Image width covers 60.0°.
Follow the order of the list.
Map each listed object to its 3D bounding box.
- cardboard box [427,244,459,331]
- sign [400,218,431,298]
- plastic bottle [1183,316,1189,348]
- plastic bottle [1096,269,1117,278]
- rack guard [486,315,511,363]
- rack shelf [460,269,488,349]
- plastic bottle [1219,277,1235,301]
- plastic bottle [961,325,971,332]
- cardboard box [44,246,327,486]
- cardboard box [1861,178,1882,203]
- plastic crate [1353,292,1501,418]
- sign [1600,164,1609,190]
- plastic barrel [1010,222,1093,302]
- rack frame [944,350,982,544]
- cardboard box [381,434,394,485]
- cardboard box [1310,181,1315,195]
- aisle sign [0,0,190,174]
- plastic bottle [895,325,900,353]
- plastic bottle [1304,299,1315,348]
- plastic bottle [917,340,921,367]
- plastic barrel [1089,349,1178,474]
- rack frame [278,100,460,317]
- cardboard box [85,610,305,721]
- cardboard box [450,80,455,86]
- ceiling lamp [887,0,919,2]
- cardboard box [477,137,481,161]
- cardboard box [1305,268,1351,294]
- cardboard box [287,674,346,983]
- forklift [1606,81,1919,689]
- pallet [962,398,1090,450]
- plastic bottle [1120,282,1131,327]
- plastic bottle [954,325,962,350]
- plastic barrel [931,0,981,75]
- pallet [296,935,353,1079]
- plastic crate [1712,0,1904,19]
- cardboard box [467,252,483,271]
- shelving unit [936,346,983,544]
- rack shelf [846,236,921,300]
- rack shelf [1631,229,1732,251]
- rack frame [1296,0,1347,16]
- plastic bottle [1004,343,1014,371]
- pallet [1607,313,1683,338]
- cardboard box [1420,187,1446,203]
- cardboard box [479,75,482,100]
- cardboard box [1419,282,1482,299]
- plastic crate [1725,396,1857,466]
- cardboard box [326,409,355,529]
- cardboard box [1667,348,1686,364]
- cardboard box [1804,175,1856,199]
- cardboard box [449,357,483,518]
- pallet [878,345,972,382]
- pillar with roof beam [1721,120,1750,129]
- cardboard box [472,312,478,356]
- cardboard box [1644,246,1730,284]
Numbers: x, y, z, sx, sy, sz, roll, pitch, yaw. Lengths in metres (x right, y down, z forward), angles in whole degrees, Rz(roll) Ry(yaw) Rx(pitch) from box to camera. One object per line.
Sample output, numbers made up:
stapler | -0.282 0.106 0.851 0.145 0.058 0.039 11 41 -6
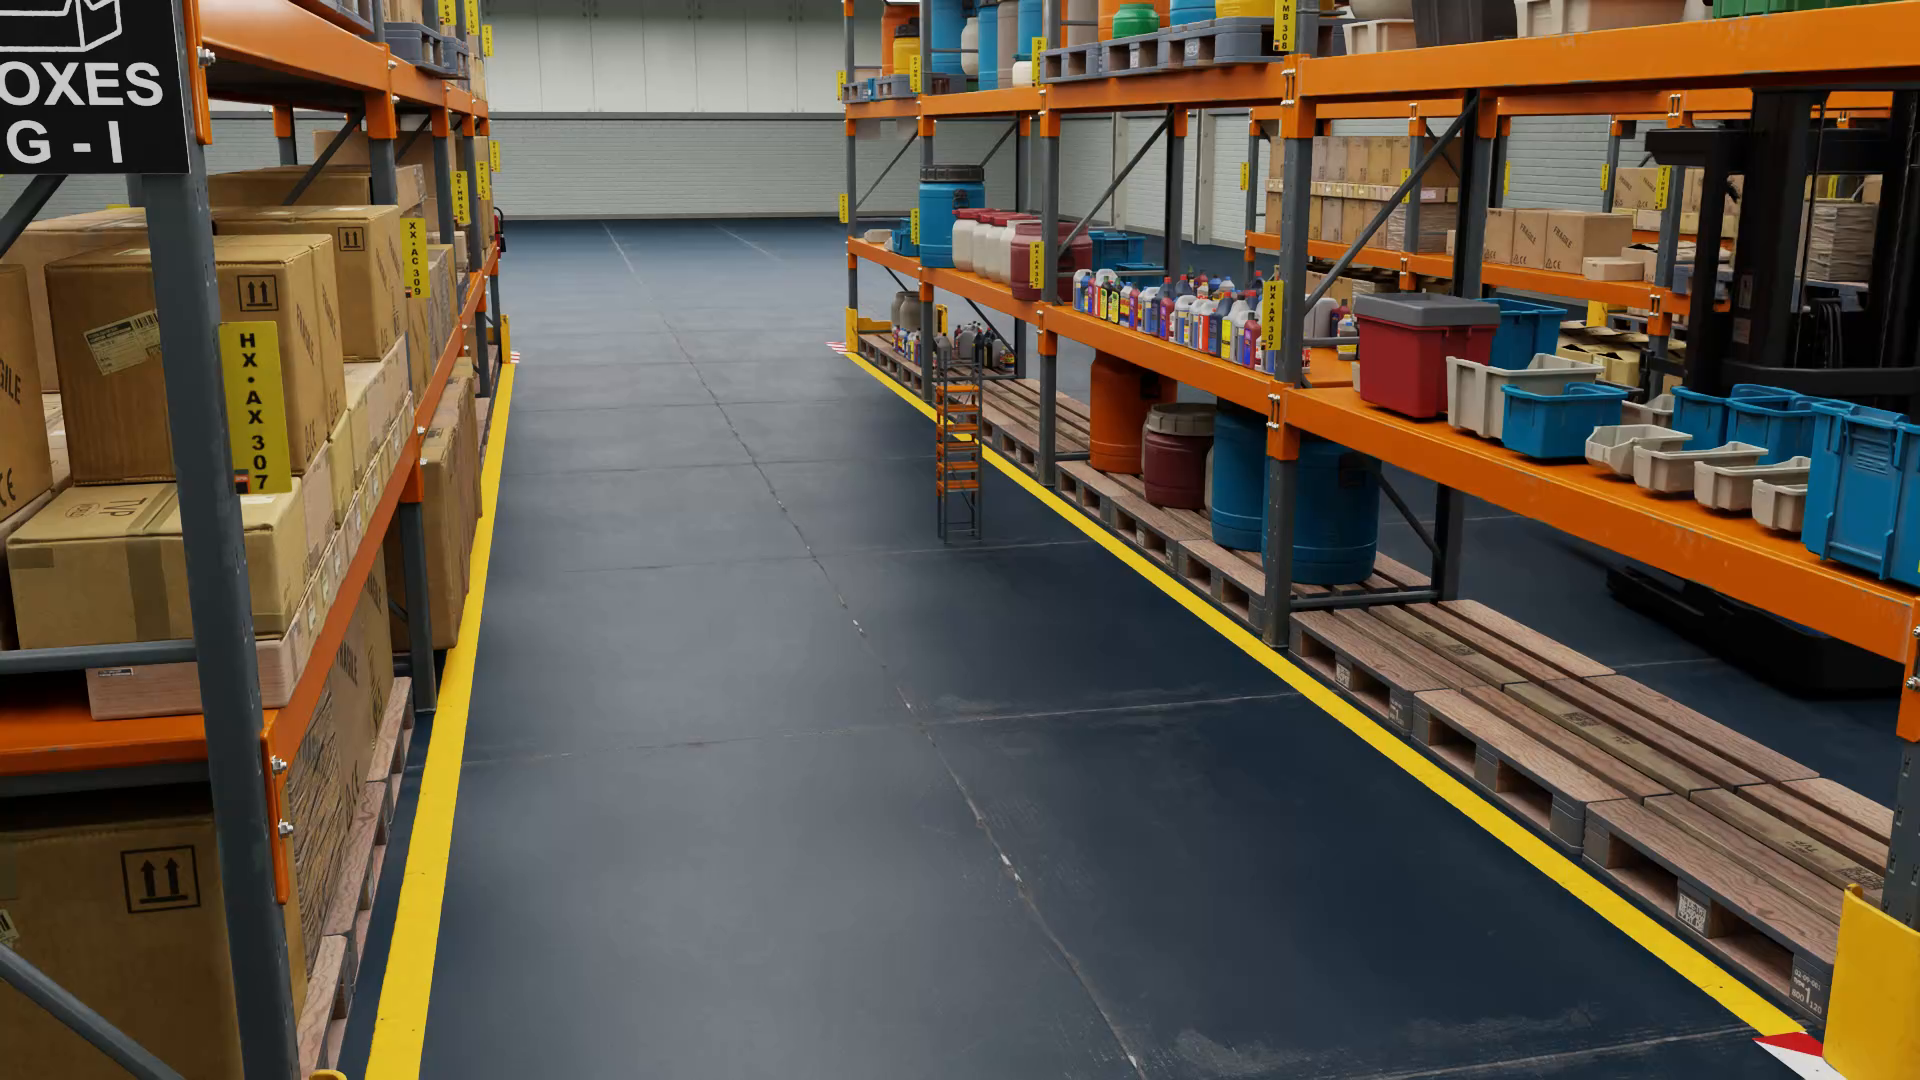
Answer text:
cardboard box | -3.386 -1.552 10.248 0.500 0.500 0.500 -3 14 -11
sign | -2.264 -1.171 6.909 0.100 0.325 0.005 -3 14 -13
plastic bottle | 1.315 -1.190 9.396 0.097 0.201 0.097 0 14 0
plastic bottle | 1.007 -1.710 11.367 0.152 0.276 0.135 -3 14 -13
rack guard | -5.604 -2.217 18.449 1.175 0.500 0.348 -3 14 -13
rack shelf | -4.212 -1.715 12.644 1.077 0.370 4.000 -3 14 -13
plastic bottle | 1.736 -1.577 10.832 0.097 0.271 0.097 0 14 0
plastic bottle | 0.083 -2.157 17.746 0.152 0.276 0.135 -3 14 -13
cardboard box | -1.832 -0.435 3.996 0.500 0.500 0.500 -4 14 -15
cardboard box | 9.849 -3.497 17.285 0.700 0.500 0.500 -3 14 -13
plastic crate | 1.977 -0.797 7.108 0.402 0.464 0.583 -3 14 -13
sign | 8.296 -4.667 21.387 0.100 0.325 0.005 -3 14 -13
plastic barrel | 0.668 -2.036 12.153 0.600 0.536 0.708 -3 14 -13
rack frame | 0.018 -0.565 10.212 0.240 1.200 0.006 -3 14 -13
cardboard box | -2.171 -0.269 5.738 0.380 0.149 0.250 -3 14 -12
cardboard box | 4.135 -4.023 18.997 0.380 0.149 0.250 -4 14 -15
aisle sign | -1.555 -1.021 2.808 0.394 0.787 0.004 -3 14 -13
plastic bottle | -0.649 -2.130 17.623 0.061 0.283 0.133 -3 14 -12
plastic bottle | 1.908 -1.230 9.401 0.152 0.276 0.135 -3 14 -13
plastic bottle | -0.344 -1.906 16.562 0.144 0.351 0.185 -4 14 -16
plastic barrel | 1.203 -0.917 11.549 0.600 0.830 0.708 -3 14 -13
rack frame | -3.743 -1.603 10.670 1.000 3.000 0.127 -3 14 -13
cardboard box | -1.626 0.264 3.556 0.380 0.149 0.250 -3 14 -13
cardboard box | -3.726 -3.229 11.318 0.500 0.250 0.500 -3 14 -12
ceiling lamp | -1.132 -15.667 43.293 2.000 3.185 0.800 -3 14 -13
cardboard box | -4.660 -3.438 15.236 0.500 0.500 0.500 -3 14 -13
cardboard box | 4.168 -2.867 19.170 0.500 0.500 0.500 -3 14 -13
cardboard box | -2.306 0.717 4.763 0.875 0.875 0.875 -3 14 -13
forklift | 4.162 -1.055 8.571 1.130 2.935 3.031 -1 14 -4
pallet | 0.645 -0.987 14.021 1.003 0.211 1.213 -3 14 -13
plastic bottle | 1.054 -1.480 10.436 0.097 0.271 0.097 0 14 0
plastic bottle | -0.020 -2.154 17.721 0.061 0.283 0.133 -3 14 -13
plastic barrel | 0.003 -4.942 16.076 0.600 0.901 0.708 -3 14 -13
pallet | -2.128 1.417 4.184 1.003 0.211 1.213 -3 14 -13
plastic crate | 2.441 -1.600 4.781 0.450 0.188 0.336 -3 14 -13
cardboard box | -4.440 -2.470 14.748 0.380 0.149 0.250 -3 14 -13
shelving unit | -0.003 -0.586 10.298 0.258 1.200 0.189 -3 14 -13
rack shelf | -0.337 -2.914 17.551 1.077 0.370 4.000 -3 14 -13
rack shelf | 9.293 -3.466 19.811 1.077 0.370 4.000 -3 14 -13
rack frame | 2.011 -3.871 7.311 1.000 3.000 0.127 -3 14 -13
plastic bottle | 0.484 -1.789 16.249 0.097 0.271 0.097 0 14 0
pallet | 8.997 -2.716 21.098 1.003 0.211 1.213 -3 14 -13
cardboard box | 4.676 -3.492 16.822 0.380 0.149 0.250 -3 14 -13
cardboard box | -5.029 -4.502 16.532 0.500 0.250 0.500 -3 14 -12
cardboard box | 5.143 -2.434 17.400 0.500 0.500 0.500 -3 14 -13
plastic crate | 2.903 -0.361 5.810 0.416 0.233 0.300 -3 14 -13
cardboard box | -1.957 -0.191 4.578 0.500 0.250 0.500 -4 14 -15
cardboard box | 6.050 -1.433 13.698 0.500 0.311 0.500 -3 14 -11
cardboard box | 9.351 -3.747 18.139 0.500 0.500 0.500 -3 14 -13
cardboard box | -3.601 -0.615 10.216 1.225 0.875 0.875 -4 14 -16
pallet | -0.275 -1.887 17.706 1.003 0.211 1.213 -3 14 -13
pillar with roof beam | 5.644 -6.838 19.456 9.100 9.000 0.400 -3 14 -13
cardboard box | -5.317 -2.158 17.320 0.500 0.500 0.500 0 14 2
cardboard box | 5.845 -2.198 13.290 0.500 0.311 0.500 -2 14 -10
